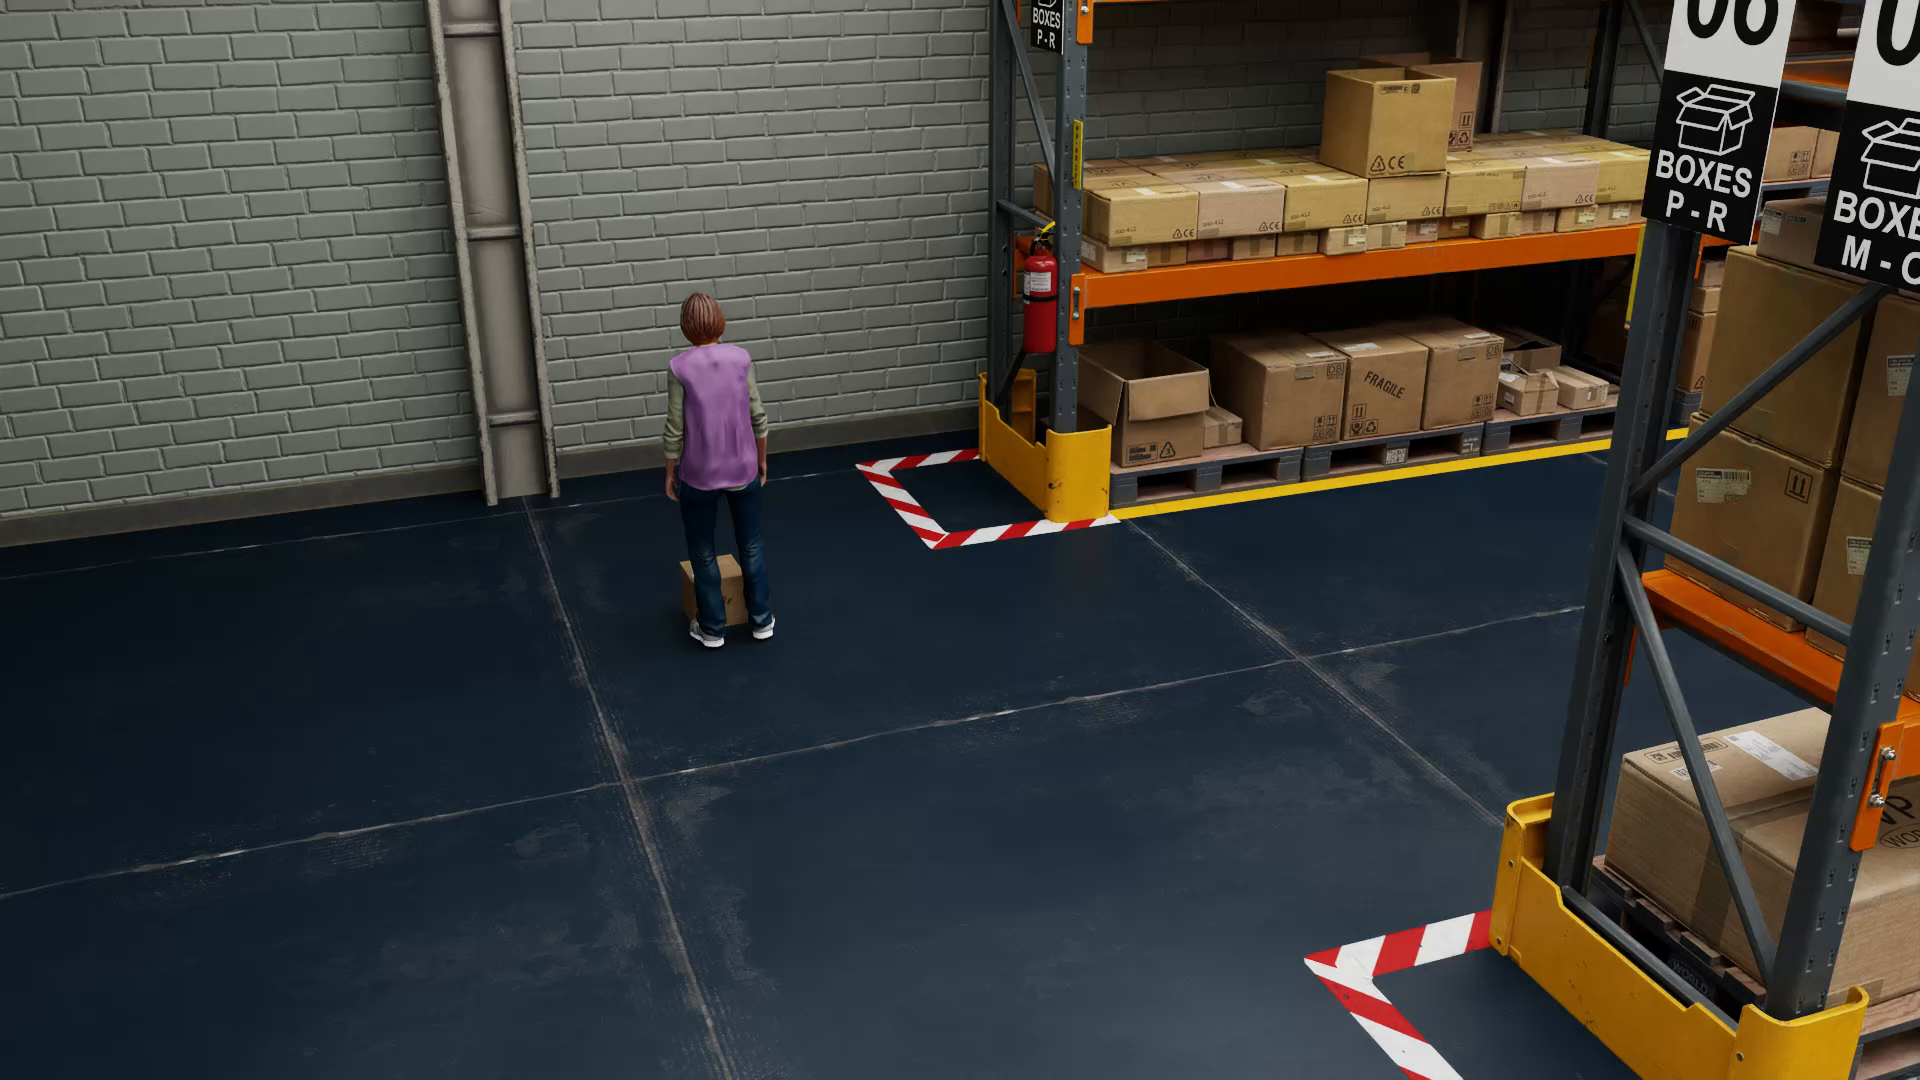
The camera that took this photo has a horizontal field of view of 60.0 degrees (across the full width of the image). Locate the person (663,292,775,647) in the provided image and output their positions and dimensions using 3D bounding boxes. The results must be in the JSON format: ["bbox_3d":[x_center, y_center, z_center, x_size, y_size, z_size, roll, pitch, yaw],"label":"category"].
[{"bbox_3d":[-1.058,-0.287,7.290,0.477,1.592,0.347,-9,25,-20],"label":"person"}]
